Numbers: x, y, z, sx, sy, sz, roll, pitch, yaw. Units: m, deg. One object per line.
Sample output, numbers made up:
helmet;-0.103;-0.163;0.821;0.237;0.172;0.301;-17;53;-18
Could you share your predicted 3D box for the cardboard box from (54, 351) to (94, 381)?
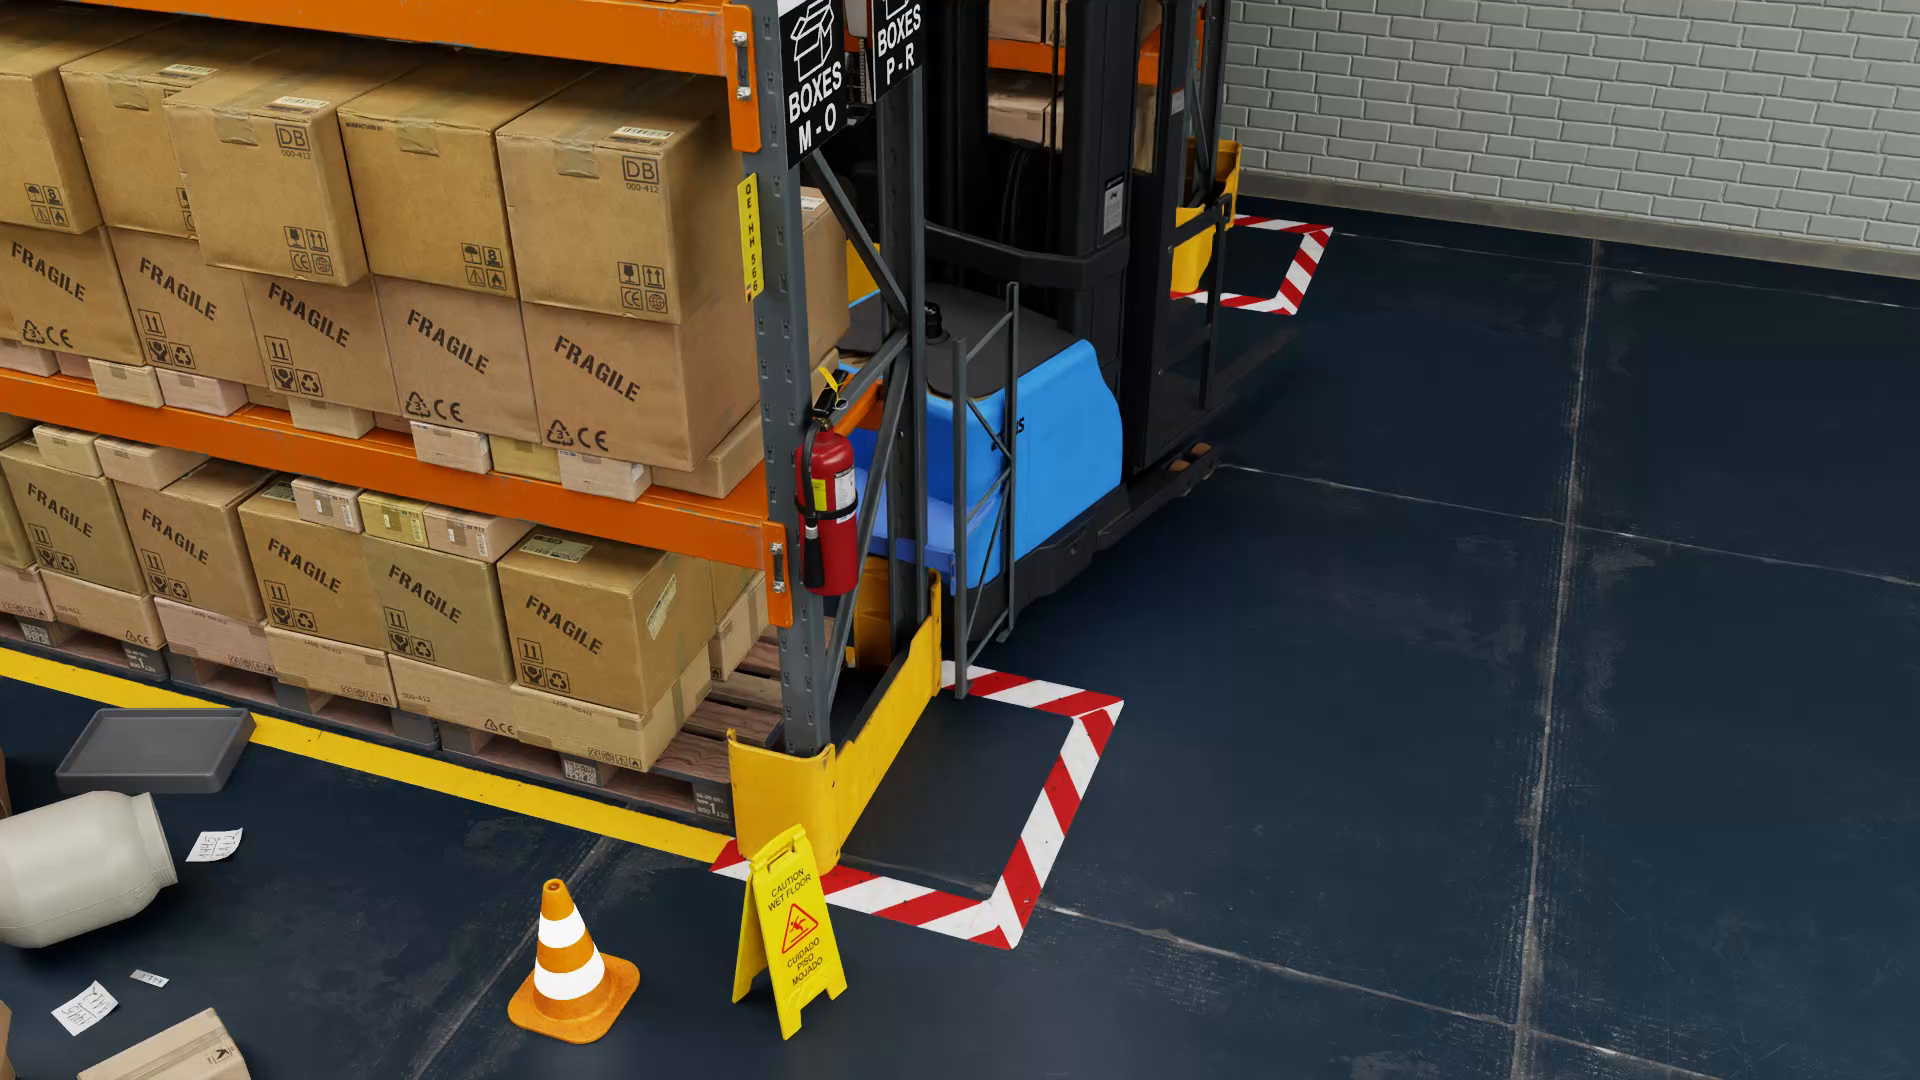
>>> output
cardboard box;-2.918;-0.704;5.806;0.250;0.149;0.380;11;34;16

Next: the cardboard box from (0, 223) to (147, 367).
cardboard box;-2.836;-0.945;5.582;0.500;0.500;0.500;11;34;16

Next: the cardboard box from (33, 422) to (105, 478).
cardboard box;-3.059;-0.396;5.956;0.250;0.149;0.380;12;35;18

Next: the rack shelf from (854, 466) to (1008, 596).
rack shelf;-0.369;-0.115;6.324;1.000;0.185;0.538;14;36;20

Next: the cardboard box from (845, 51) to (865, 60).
cardboard box;-0.476;-2.892;10.191;0.500;0.250;0.500;10;34;16

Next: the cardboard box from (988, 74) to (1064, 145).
cardboard box;0.310;-2.439;9.489;0.500;0.250;0.500;12;35;17

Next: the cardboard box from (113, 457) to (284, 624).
cardboard box;-2.645;-0.082;6.068;0.500;0.500;0.500;13;35;19

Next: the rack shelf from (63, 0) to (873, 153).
rack shelf;-2.222;-1.771;5.126;4.000;0.370;1.077;11;34;16

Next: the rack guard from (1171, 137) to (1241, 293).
rack guard;1.354;-1.928;9.775;0.348;0.500;1.175;11;34;16

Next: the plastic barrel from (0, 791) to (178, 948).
plastic barrel;-2.795;1.030;5.265;0.512;0.421;0.421;-18;37;-25

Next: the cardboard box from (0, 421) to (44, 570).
cardboard box;-3.641;-0.270;6.359;0.500;0.500;0.500;13;35;19

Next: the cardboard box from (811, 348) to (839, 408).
cardboard box;-0.589;-0.510;5.506;0.250;0.149;0.380;11;34;17

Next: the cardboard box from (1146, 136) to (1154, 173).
cardboard box;0.959;-2.406;9.898;0.500;0.250;0.500;12;35;17

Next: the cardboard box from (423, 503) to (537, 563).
cardboard box;-1.550;-0.103;5.502;0.250;0.149;0.380;12;35;18

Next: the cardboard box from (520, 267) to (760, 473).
cardboard box;-0.943;-0.573;5.006;0.500;0.500;0.500;10;34;16

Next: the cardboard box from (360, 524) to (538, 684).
cardboard box;-1.674;0.109;5.772;0.500;0.500;0.500;12;35;18

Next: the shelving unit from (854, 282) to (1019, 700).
shelving unit;-0.370;-0.265;6.224;1.048;1.500;0.538;14;36;20

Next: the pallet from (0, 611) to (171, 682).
pallet;-3.461;0.097;6.905;1.213;0.211;1.003;11;34;16

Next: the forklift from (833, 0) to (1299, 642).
forklift;0.551;-1.575;6.986;1.130;2.935;3.031;23;39;31

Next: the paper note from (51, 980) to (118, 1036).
paper note;-2.650;1.416;5.039;0.142;0.019;0.148;24;40;32

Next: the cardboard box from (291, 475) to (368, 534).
cardboard box;-2.033;-0.199;5.652;0.250;0.149;0.380;12;35;19

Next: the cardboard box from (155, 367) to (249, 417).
cardboard box;-2.469;-0.582;5.617;0.250;0.149;0.380;11;34;16

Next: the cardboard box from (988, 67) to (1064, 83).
cardboard box;0.471;-2.698;9.890;0.500;0.250;0.500;11;34;17

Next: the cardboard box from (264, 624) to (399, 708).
cardboard box;-2.171;0.329;6.123;0.500;0.250;0.500;10;34;15

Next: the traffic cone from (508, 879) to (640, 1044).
traffic cone;-1.180;1.198;4.967;0.334;0.463;0.336;11;34;16

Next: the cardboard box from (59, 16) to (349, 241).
cardboard box;-2.306;-1.316;5.234;0.500;0.500;0.700;11;34;16

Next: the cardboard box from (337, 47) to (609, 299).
cardboard box;-1.368;-1.113;4.920;0.500;0.500;0.700;11;35;17

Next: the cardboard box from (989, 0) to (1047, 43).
cardboard box;0.294;-3.080;9.163;0.500;0.500;0.500;12;35;18

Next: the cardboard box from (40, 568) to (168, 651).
cardboard box;-3.134;0.137;6.420;0.500;0.250;0.500;13;35;19

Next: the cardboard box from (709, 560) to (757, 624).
cardboard box;-1.028;-0.077;6.060;0.500;0.500;0.500;10;34;15

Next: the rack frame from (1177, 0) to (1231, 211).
rack frame;1.332;-2.983;9.104;0.127;3.000;1.000;11;34;16

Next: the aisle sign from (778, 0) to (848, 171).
aisle sign;-0.379;-1.380;4.226;0.004;0.787;0.394;11;34;16

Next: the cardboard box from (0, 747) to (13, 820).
cardboard box;-3.555;0.761;5.609;0.500;0.500;0.500;-18;37;-25

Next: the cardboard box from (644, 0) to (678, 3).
cardboard box;-0.770;-1.525;4.312;0.250;0.149;0.380;11;34;17

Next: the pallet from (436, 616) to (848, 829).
pallet;-1.164;0.543;6.214;1.213;0.211;1.003;11;34;16

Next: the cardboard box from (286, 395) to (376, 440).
cardboard box;-1.991;-0.499;5.490;0.250;0.149;0.380;11;34;16

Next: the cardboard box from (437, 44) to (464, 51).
cardboard box;-2.929;-2.983;10.907;0.625;0.625;0.875;13;35;19

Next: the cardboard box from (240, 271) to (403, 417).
cardboard box;-1.883;-0.760;5.296;0.500;0.500;0.500;11;34;16

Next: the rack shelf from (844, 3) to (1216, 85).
rack shelf;-0.551;-3.046;9.866;4.000;0.370;1.077;11;34;16

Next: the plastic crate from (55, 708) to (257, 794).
plastic crate;-2.904;0.753;6.010;0.583;0.080;0.402;0;33;0

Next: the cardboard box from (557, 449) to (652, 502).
cardboard box;-1.040;-0.291;5.167;0.250;0.149;0.380;11;34;16

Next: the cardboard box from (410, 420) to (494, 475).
cardboard box;-1.526;-0.380;5.305;0.250;0.149;0.380;12;35;17

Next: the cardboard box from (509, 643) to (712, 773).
cardboard box;-1.214;0.516;5.833;0.500;0.250;0.500;11;34;16

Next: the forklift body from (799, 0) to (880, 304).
forklift body;-1.069;-2.042;8.429;1.214;2.155;2.313;11;34;16

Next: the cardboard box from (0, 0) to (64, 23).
cardboard box;-3.291;-1.471;5.474;0.500;0.500;0.700;11;34;17

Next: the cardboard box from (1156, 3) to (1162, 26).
cardboard box;0.959;-3.257;9.437;0.500;0.500;0.500;12;35;18
